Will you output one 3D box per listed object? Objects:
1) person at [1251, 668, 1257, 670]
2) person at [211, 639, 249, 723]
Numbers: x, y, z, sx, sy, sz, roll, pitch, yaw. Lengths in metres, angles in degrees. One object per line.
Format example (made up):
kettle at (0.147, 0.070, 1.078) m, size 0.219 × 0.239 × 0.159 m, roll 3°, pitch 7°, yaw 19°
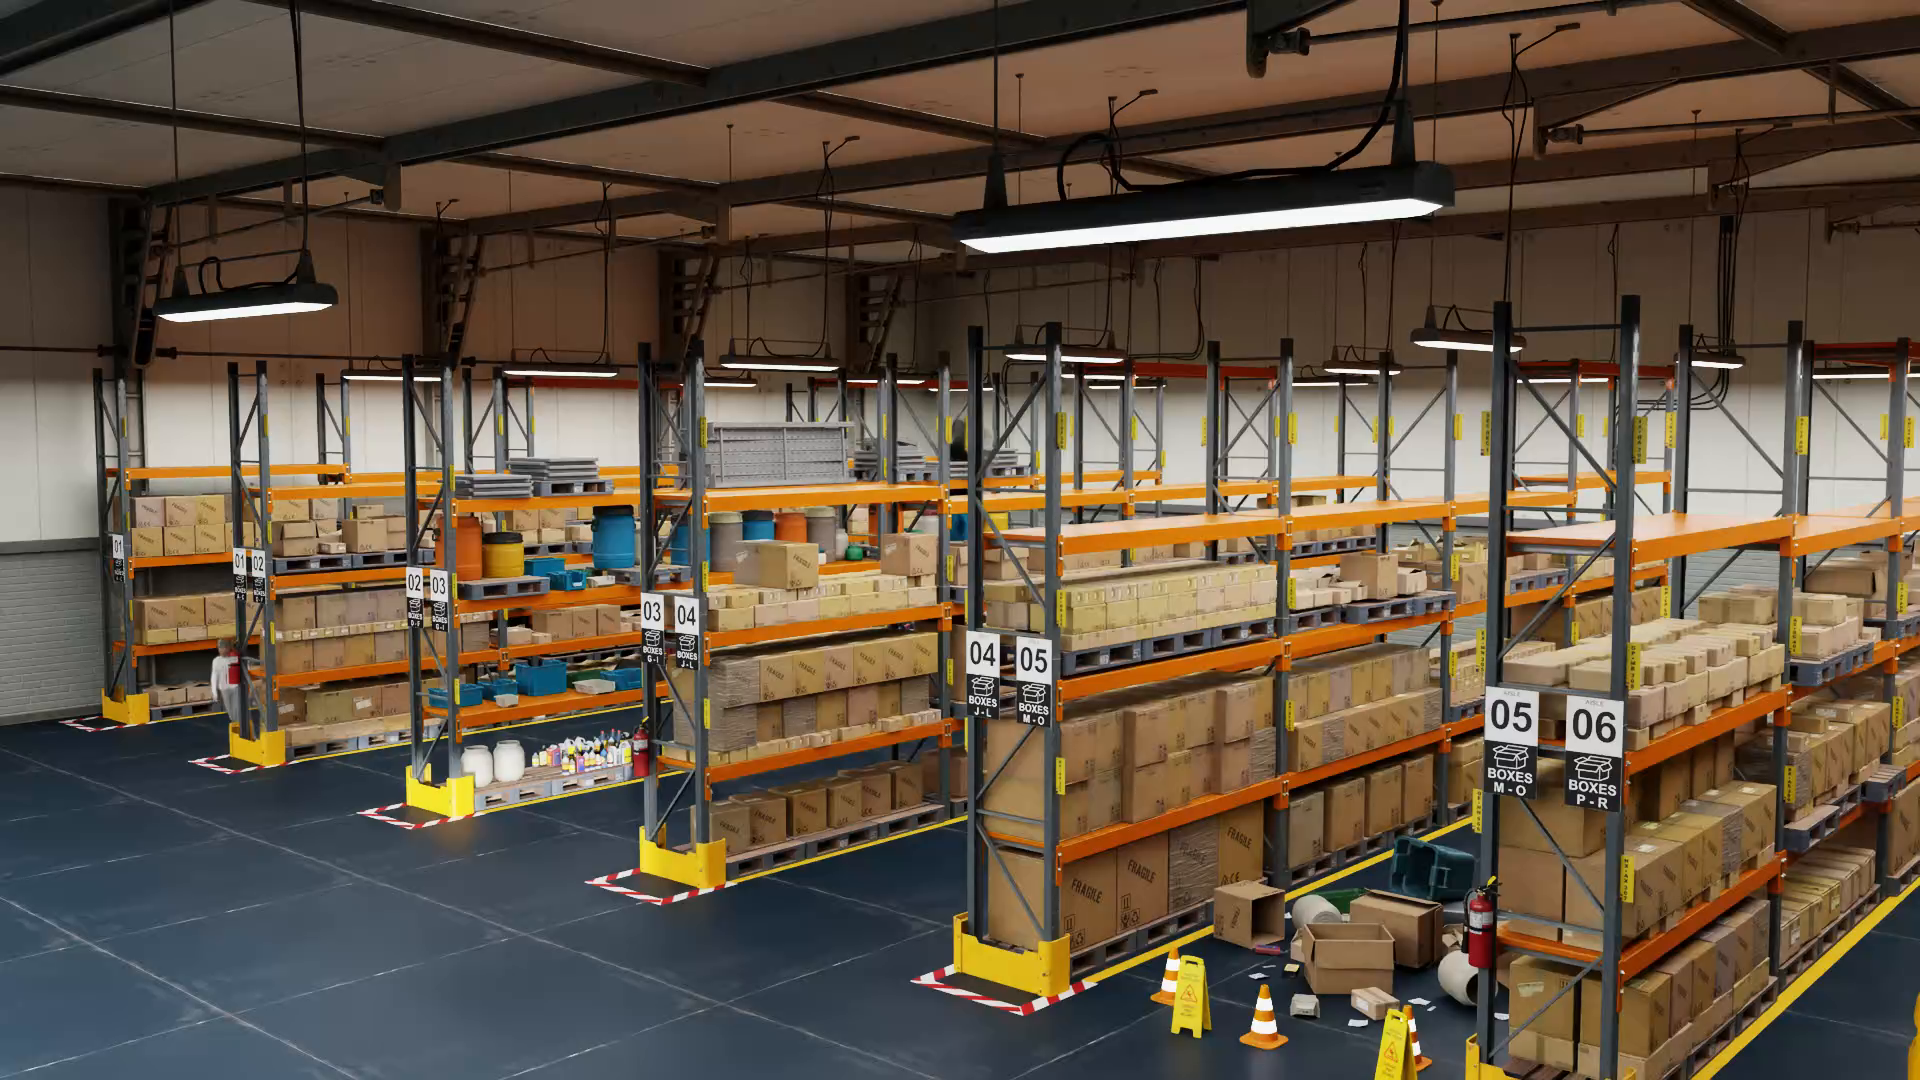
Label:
person at (4.507, 2.605, 24.104) m, size 1.042 × 1.584 × 0.704 m, roll -4°, pitch 6°, yaw -40°
person at (-11.610, 2.420, 26.462) m, size 0.529 × 1.738 × 0.535 m, roll 0°, pitch 4°, yaw -5°
